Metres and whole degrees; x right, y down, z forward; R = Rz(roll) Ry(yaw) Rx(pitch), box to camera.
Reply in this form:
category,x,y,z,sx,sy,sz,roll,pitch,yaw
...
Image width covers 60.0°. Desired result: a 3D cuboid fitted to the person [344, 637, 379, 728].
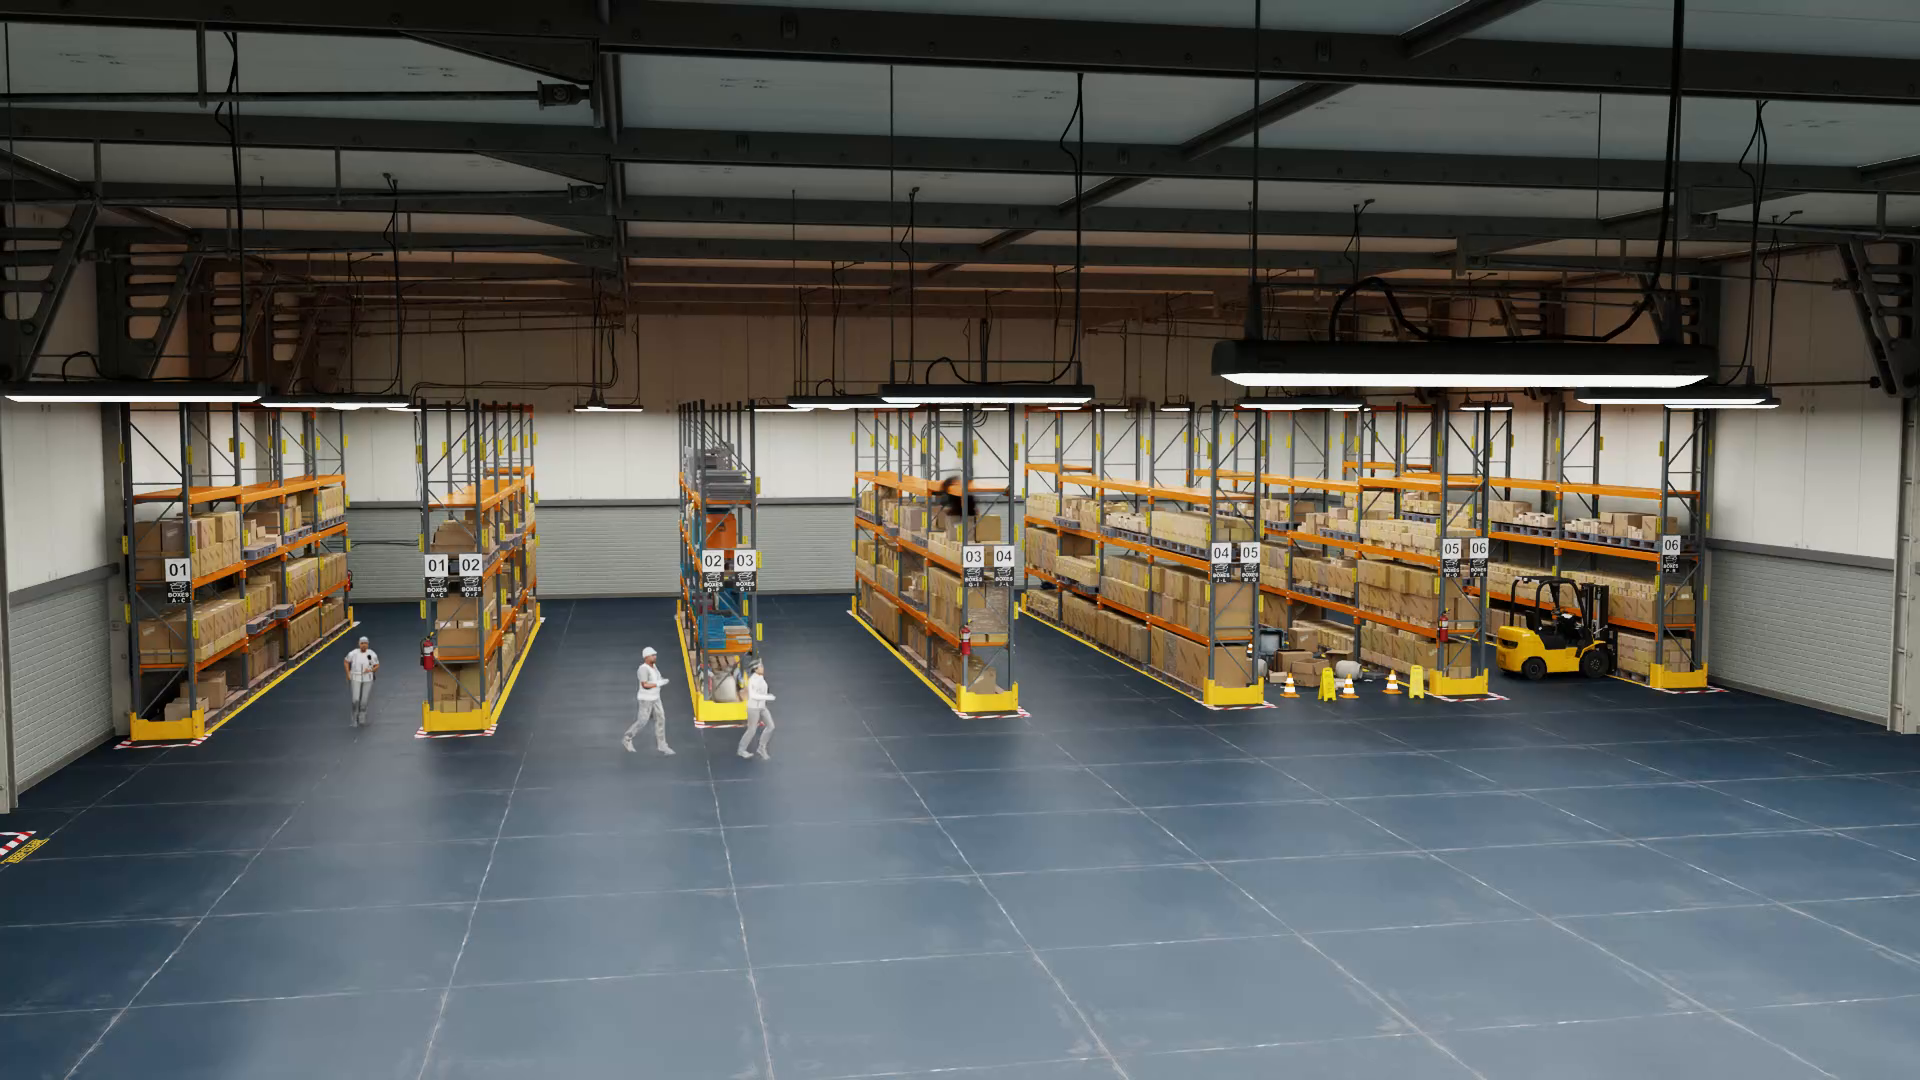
category,x,y,z,sx,sy,sz,roll,pitch,yaw
person,-11.006,2.616,30.615,0.597,1.687,0.652,-2,5,-24

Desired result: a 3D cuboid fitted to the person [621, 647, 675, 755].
category,x,y,z,sx,sy,sz,roll,pitch,yaw
person,-5.249,2.702,27.919,0.900,1.817,0.684,1,4,12

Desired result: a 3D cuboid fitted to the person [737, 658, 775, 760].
category,x,y,z,sx,sy,sz,roll,pitch,yaw
person,-3.362,2.816,27.533,0.712,1.733,0.596,1,4,15

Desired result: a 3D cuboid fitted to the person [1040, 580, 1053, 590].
category,x,y,z,sx,sy,sz,roll,pitch,yaw
person,2.664,1.165,49.873,0.724,1.568,0.538,2,5,22
